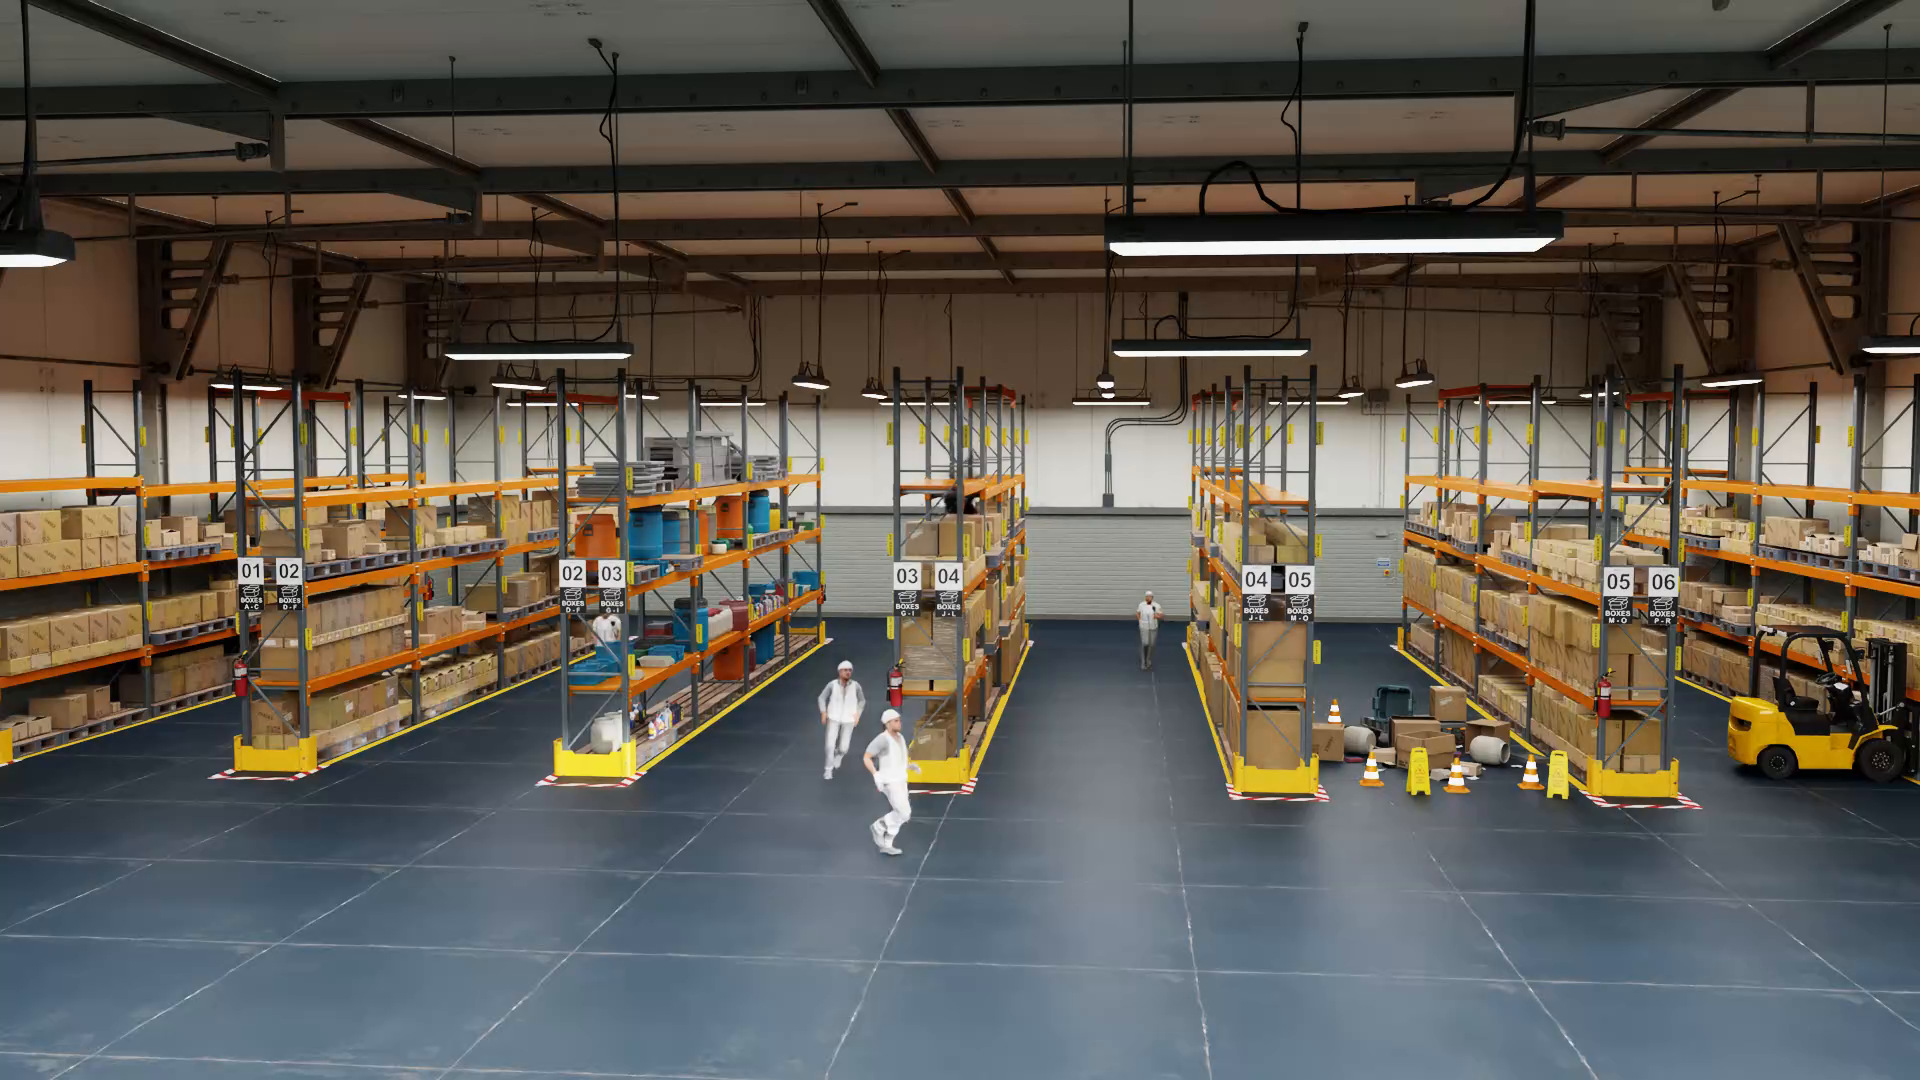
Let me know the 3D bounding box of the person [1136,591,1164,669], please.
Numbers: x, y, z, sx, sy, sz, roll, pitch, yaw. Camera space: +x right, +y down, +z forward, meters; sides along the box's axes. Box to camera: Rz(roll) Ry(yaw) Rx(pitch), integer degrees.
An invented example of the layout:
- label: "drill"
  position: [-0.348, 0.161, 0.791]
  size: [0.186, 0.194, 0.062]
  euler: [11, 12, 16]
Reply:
- label: "person"
  position: [4.110, 1.962, 35.967]
  size: [0.572, 1.726, 0.705]
  euler: [0, 4, 4]

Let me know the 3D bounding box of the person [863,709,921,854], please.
- label: "person"
  position: [-0.766, 2.894, 19.850]
  size: [0.583, 1.741, 0.655]
  euler: [2, 4, 29]

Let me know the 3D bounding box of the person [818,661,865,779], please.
- label: "person"
  position: [-1.742, 2.638, 24.511]
  size: [0.704, 1.726, 0.545]
  euler: [0, 4, -5]

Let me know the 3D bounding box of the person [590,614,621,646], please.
- label: "person"
  position: [-6.960, 2.098, 32.674]
  size: [0.628, 1.736, 0.604]
  euler: [0, 4, -4]
